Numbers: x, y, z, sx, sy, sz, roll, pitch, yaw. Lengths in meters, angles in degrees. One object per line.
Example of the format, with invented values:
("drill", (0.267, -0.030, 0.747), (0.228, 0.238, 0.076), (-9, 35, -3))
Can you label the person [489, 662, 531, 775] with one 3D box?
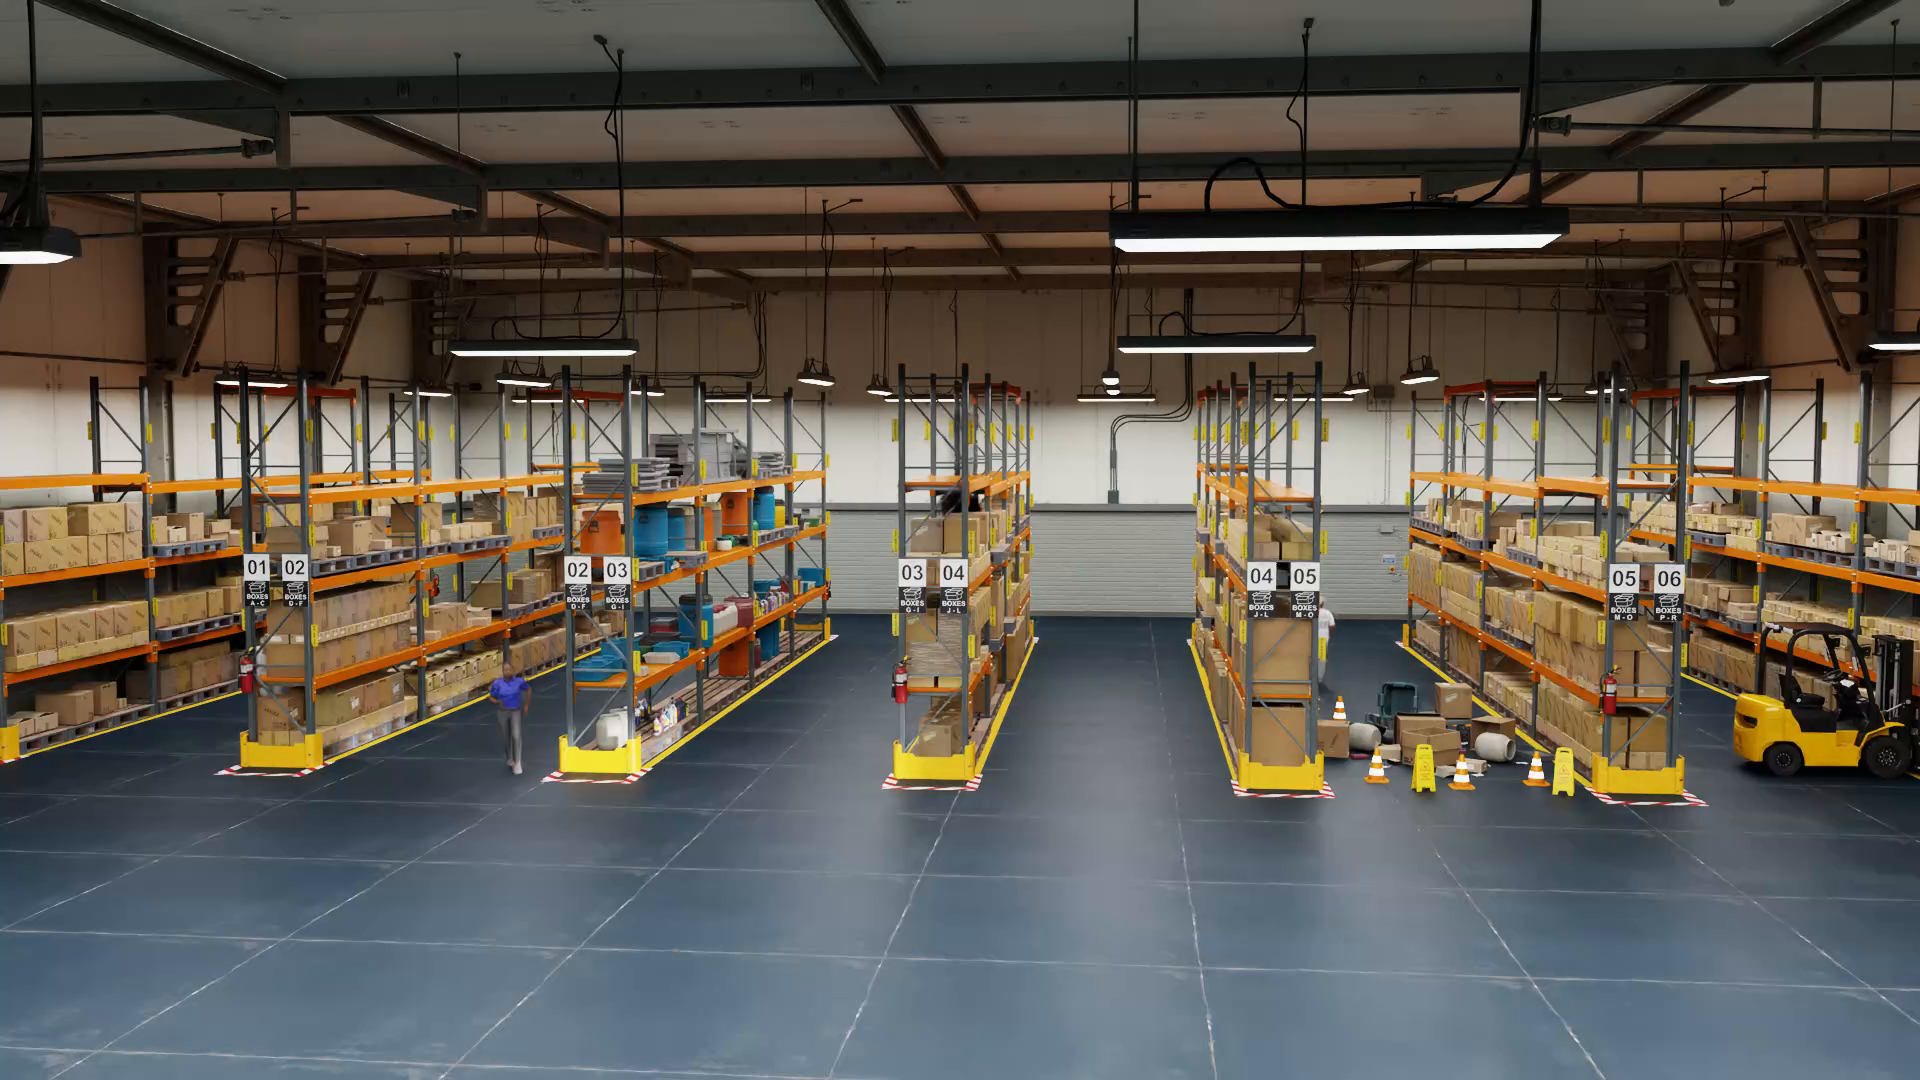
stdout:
("person", (-6.647, 2.621, 24.574), (0.590, 1.673, 0.785), (-1, 4, -10))

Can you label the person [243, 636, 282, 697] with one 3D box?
("person", (-11.912, 2.386, 28.546), (0.710, 1.583, 0.871), (-1, 4, -20))

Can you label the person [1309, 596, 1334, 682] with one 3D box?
("person", (7.204, 1.983, 33.528), (0.646, 1.729, 0.671), (0, 4, 4))
